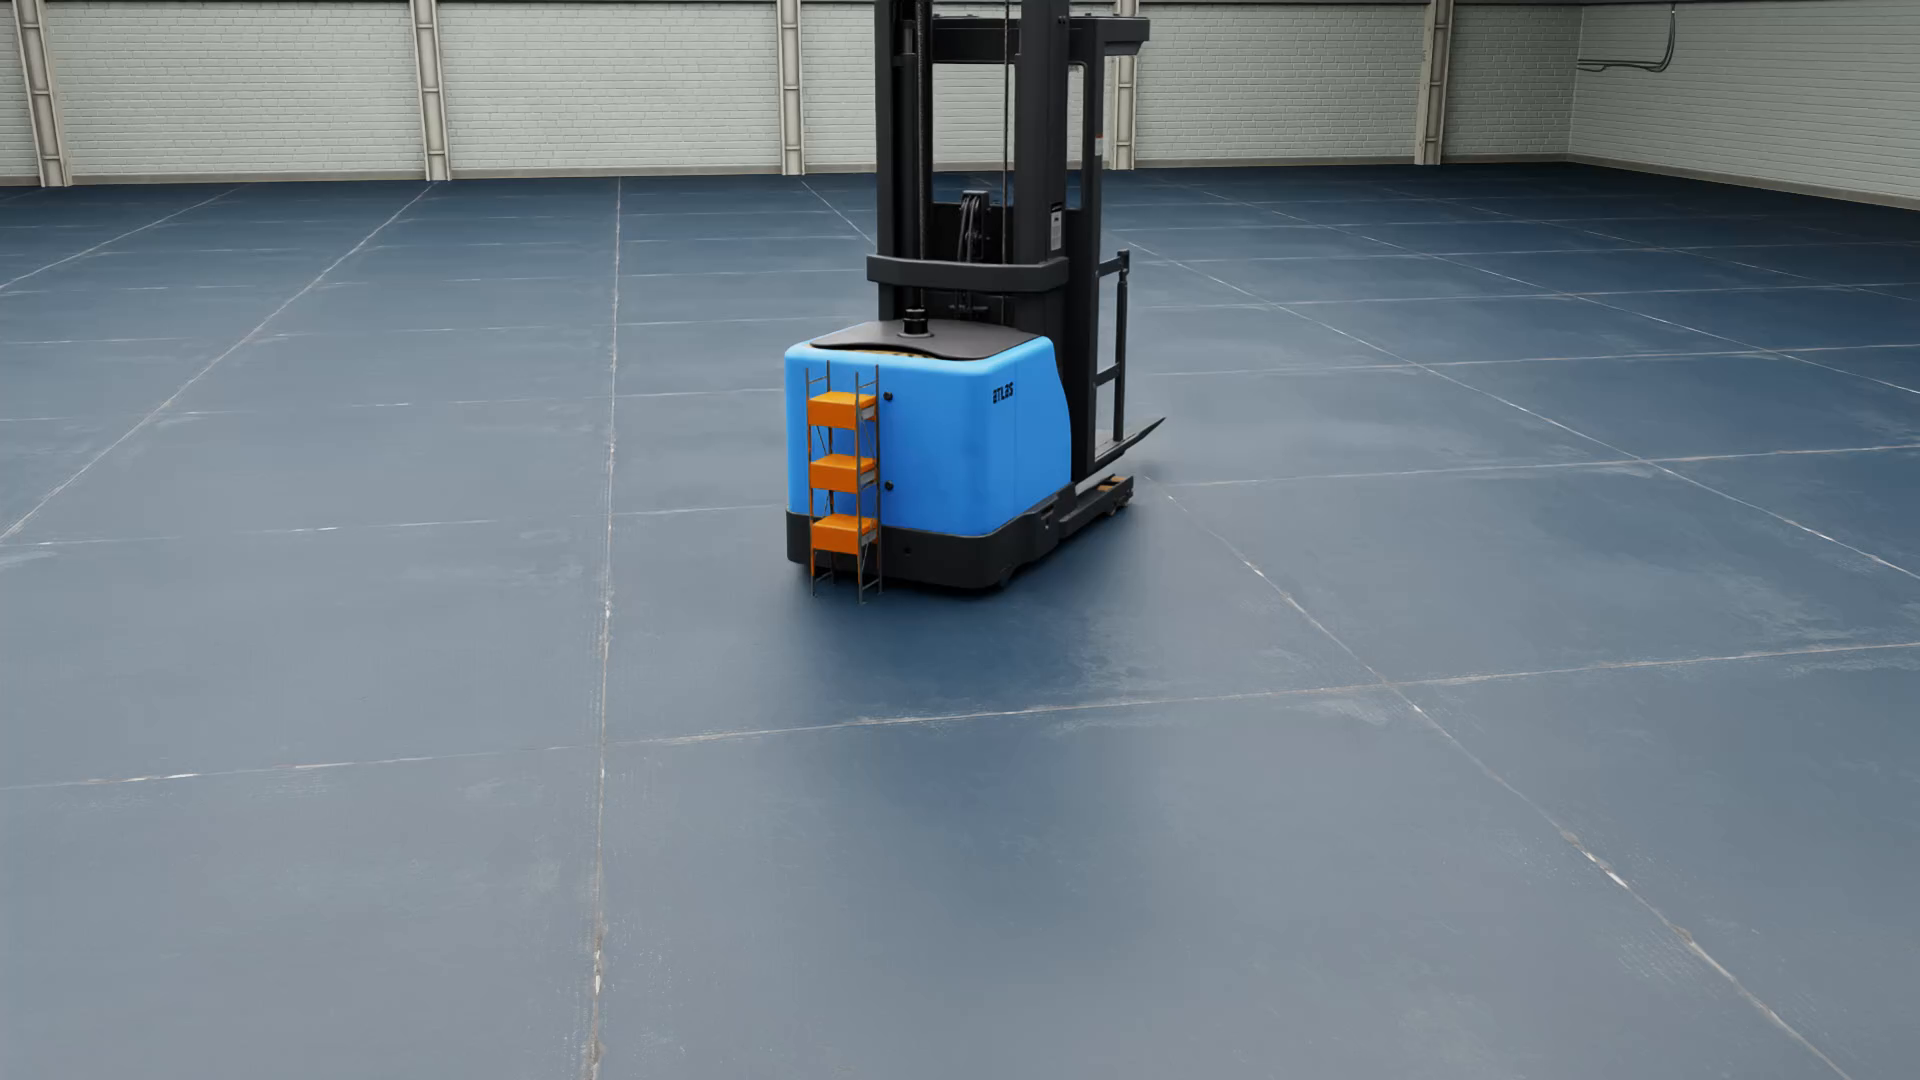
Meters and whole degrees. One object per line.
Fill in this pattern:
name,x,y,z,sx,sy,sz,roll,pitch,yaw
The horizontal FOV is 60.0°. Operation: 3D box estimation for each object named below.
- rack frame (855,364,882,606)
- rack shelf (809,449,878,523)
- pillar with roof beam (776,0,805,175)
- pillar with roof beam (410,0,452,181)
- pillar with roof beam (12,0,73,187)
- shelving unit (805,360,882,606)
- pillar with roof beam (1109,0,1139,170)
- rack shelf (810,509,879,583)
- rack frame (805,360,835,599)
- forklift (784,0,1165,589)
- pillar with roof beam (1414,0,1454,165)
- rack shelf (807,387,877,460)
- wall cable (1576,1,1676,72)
rack frame,-0.398,-0.235,7.290,0.008,1.050,0.200,8,19,24
rack shelf,-0.509,-0.241,7.343,0.240,0.259,0.215,8,19,24
pillar with roof beam,-2.126,-9.509,23.944,0.400,9.000,9.100,-3,17,-10
pillar with roof beam,-8.017,-9.175,22.856,0.400,9.000,9.100,-3,17,-10
pillar with roof beam,-13.908,-8.840,21.768,0.400,9.000,9.100,-3,17,-10
shelving unit,-0.509,-0.251,7.340,0.252,1.050,0.215,8,19,24
pillar with roof beam,3.765,-9.843,25.032,0.400,9.000,9.100,-3,17,-10
rack shelf,-0.509,0.025,7.424,0.240,0.259,0.215,8,19,24
rack frame,-0.619,-0.266,7.390,0.008,1.050,0.200,8,19,24
forklift,0.277,-1.573,8.441,1.130,2.935,3.031,8,19,24
pillar with roof beam,9.656,-10.177,26.120,0.400,9.000,9.100,-3,17,-10
rack shelf,-0.509,-0.512,7.259,0.240,0.259,0.215,8,19,24
wall cable,11.983,-9.717,29.909,0.112,2.526,3.097,-3,17,-10
